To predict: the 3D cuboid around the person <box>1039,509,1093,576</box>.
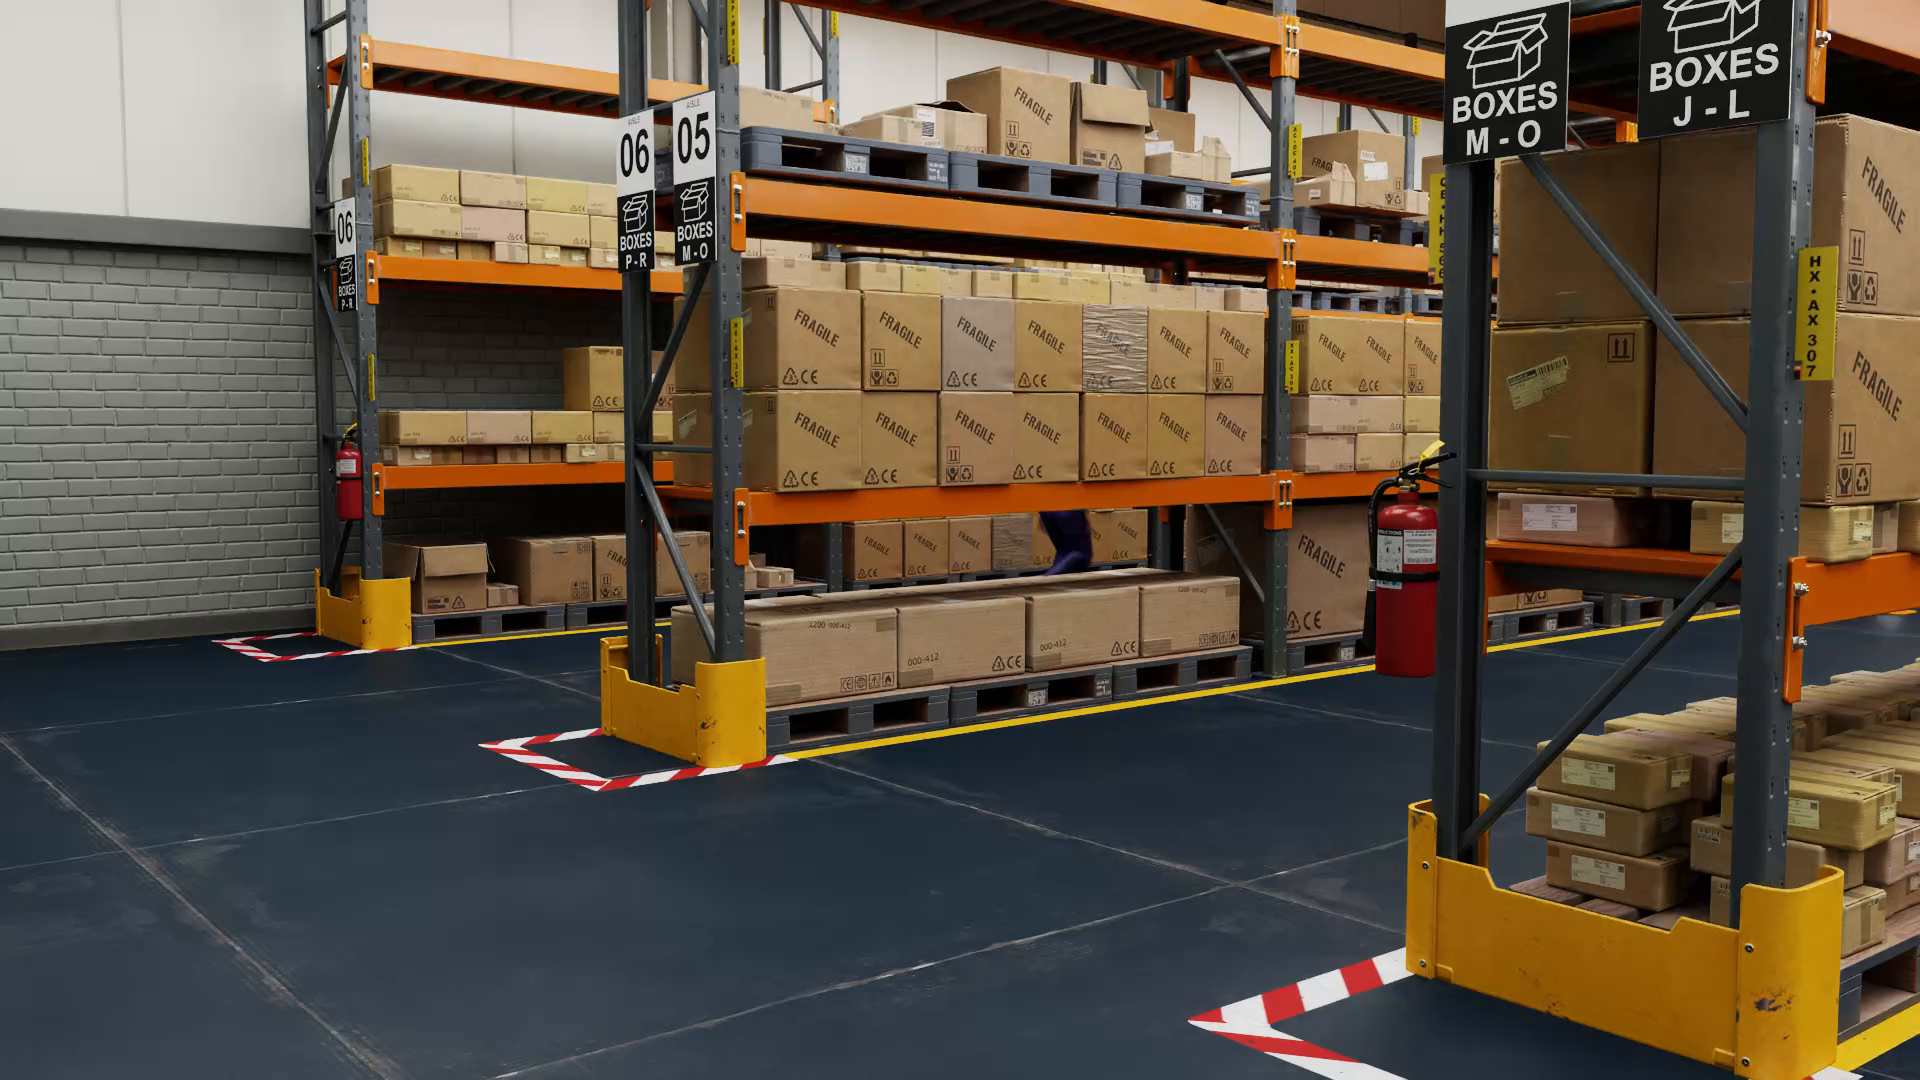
[{"bbox_3d":[0.867,-0.225,14.164,0.654,1.617,0.498,-4,6,-44],"label":"person"}]
